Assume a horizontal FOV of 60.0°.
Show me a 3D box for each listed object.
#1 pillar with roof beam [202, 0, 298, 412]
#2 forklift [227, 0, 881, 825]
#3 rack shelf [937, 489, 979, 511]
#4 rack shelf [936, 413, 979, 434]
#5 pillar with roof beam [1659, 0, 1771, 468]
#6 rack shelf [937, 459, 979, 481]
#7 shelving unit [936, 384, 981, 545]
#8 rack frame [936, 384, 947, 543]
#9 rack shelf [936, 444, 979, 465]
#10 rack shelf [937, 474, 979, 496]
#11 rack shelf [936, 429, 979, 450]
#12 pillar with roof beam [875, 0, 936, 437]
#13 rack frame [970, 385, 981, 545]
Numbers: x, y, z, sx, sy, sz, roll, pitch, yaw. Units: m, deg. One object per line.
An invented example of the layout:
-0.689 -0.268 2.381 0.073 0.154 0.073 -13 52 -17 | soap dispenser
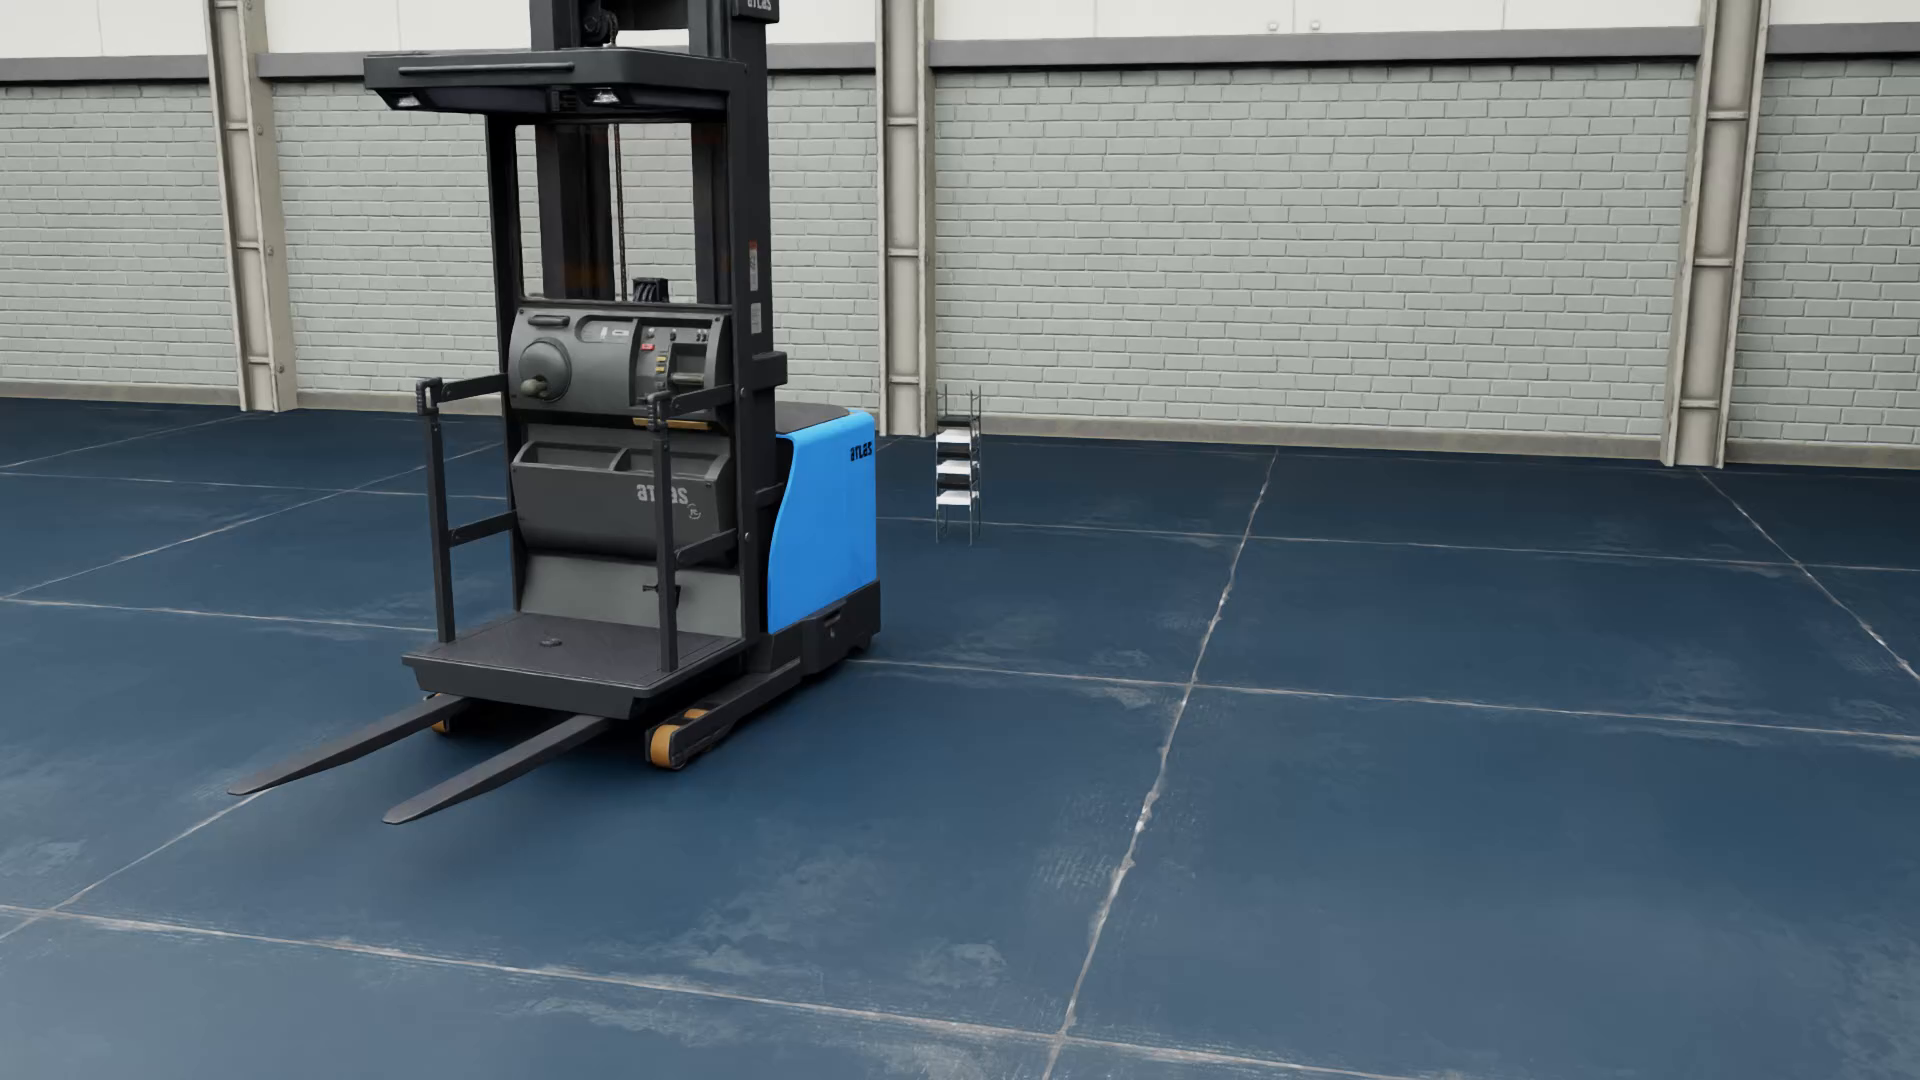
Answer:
-7.286 -4.674 10.026 0.400 9.000 9.100 3 13 14 | pillar with roof beam
-1.395 -0.705 6.144 1.130 2.935 3.031 5 14 22 | forklift
-0.008 -0.231 9.684 0.200 0.077 0.258 3 13 14 | rack shelf
-0.008 -0.671 9.587 0.200 0.077 0.258 3 13 14 | rack shelf
4.364 -4.052 7.219 0.400 9.000 9.100 3 13 14 | pillar with roof beam
-0.008 -0.407 9.645 0.200 0.077 0.258 3 13 14 | rack shelf
-0.008 -0.440 9.638 0.210 0.900 0.258 3 13 14 | shelving unit
-0.107 -0.445 9.662 0.006 0.900 0.240 3 13 14 | rack frame
-0.008 -0.495 9.626 0.200 0.077 0.258 3 13 14 | rack shelf
-0.008 -0.319 9.665 0.200 0.077 0.258 3 13 14 | rack shelf
-0.008 -0.583 9.606 0.200 0.077 0.258 3 13 14 | rack shelf
-1.461 -4.363 8.622 0.400 9.000 9.100 3 13 14 | pillar with roof beam
0.091 -0.434 9.614 0.006 0.900 0.240 3 13 14 | rack frame
